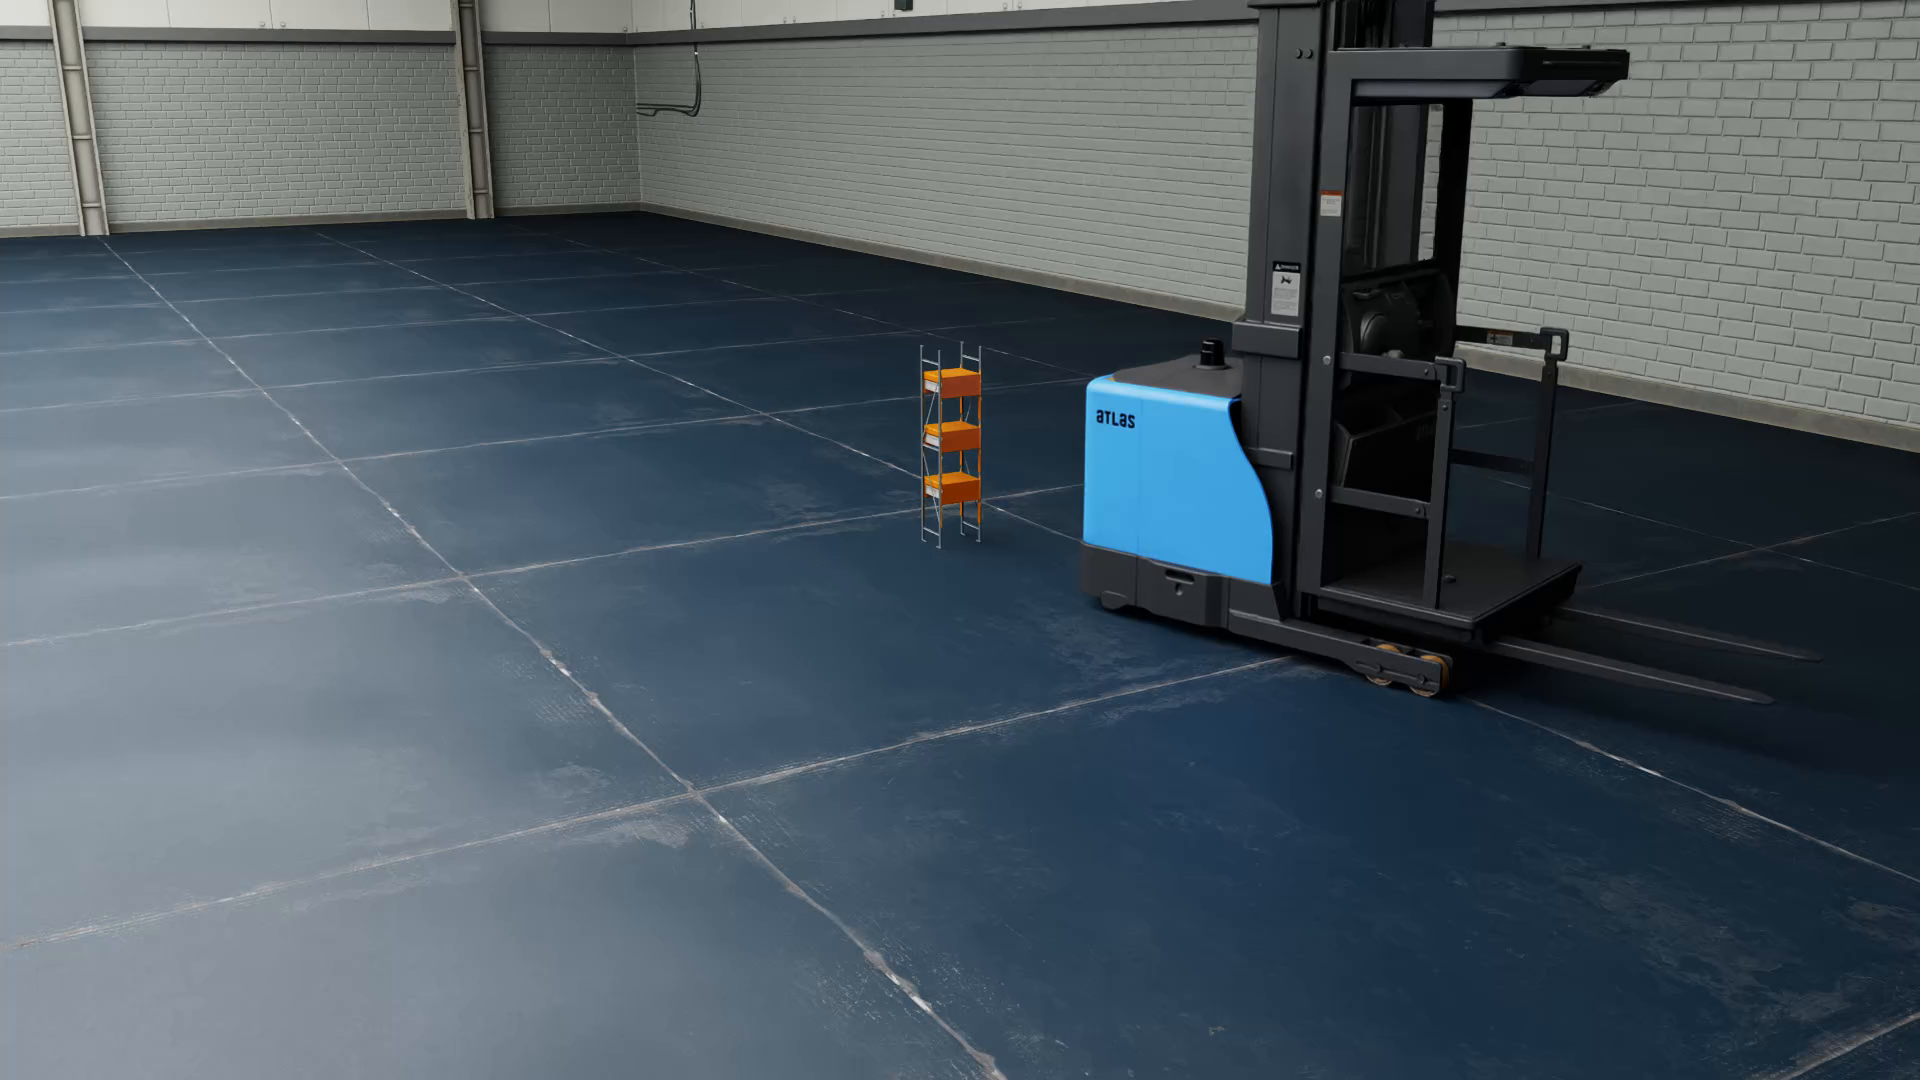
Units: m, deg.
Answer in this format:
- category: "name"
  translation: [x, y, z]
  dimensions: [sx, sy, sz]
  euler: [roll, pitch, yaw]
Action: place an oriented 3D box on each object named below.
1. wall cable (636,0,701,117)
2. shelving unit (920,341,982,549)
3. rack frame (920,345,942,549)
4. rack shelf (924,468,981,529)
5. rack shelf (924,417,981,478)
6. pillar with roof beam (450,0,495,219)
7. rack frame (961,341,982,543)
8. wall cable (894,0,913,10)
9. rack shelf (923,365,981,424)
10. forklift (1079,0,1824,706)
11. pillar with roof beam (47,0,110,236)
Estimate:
- category: "wall cable"
  translation: [-5.099, -8.523, 28.397]
  dimensions: [0.112, 2.526, 3.097]
  euler: [-9, 18, -30]
- category: "shelving unit"
  translation: [-0.046, -0.498, 8.742]
  dimensions: [0.252, 1.050, 0.215]
  euler: [-9, 18, -30]
- category: "rack frame"
  translation: [-0.150, -0.481, 8.681]
  dimensions: [0.008, 1.050, 0.200]
  euler: [-9, 18, -30]
- category: "rack shelf"
  translation: [-0.046, -0.220, 8.819]
  dimensions: [0.240, 0.259, 0.215]
  euler: [-9, 18, -30]
- category: "rack shelf"
  translation: [-0.046, -0.488, 8.744]
  dimensions: [0.240, 0.259, 0.215]
  euler: [-9, 18, -30]
- category: "pillar with roof beam"
  translation: [-6.088, -8.919, 24.055]
  dimensions: [0.400, 9.000, 9.100]
  euler: [-9, 18, -30]
- category: "rack frame"
  translation: [0.059, -0.515, 8.802]
  dimensions: [0.008, 1.050, 0.200]
  euler: [-9, 18, -30]
- category: "wall cable"
  translation: [-0.223, -9.457, 19.675]
  dimensions: [0.169, 6.003, 2.305]
  euler: [-9, 18, -30]
- category: "rack shelf"
  translation: [-0.046, -0.761, 8.668]
  dimensions: [0.240, 0.259, 0.215]
  euler: [-9, 18, -30]
- category: "forklift"
  translation: [1.999, -0.943, 6.843]
  dimensions: [3.031, 2.935, 1.130]
  euler: [13, 20, 39]
- category: "pillar with roof beam"
  translation: [-11.231, -8.085, 21.080]
  dimensions: [0.400, 9.000, 9.100]
  euler: [-9, 18, -30]
